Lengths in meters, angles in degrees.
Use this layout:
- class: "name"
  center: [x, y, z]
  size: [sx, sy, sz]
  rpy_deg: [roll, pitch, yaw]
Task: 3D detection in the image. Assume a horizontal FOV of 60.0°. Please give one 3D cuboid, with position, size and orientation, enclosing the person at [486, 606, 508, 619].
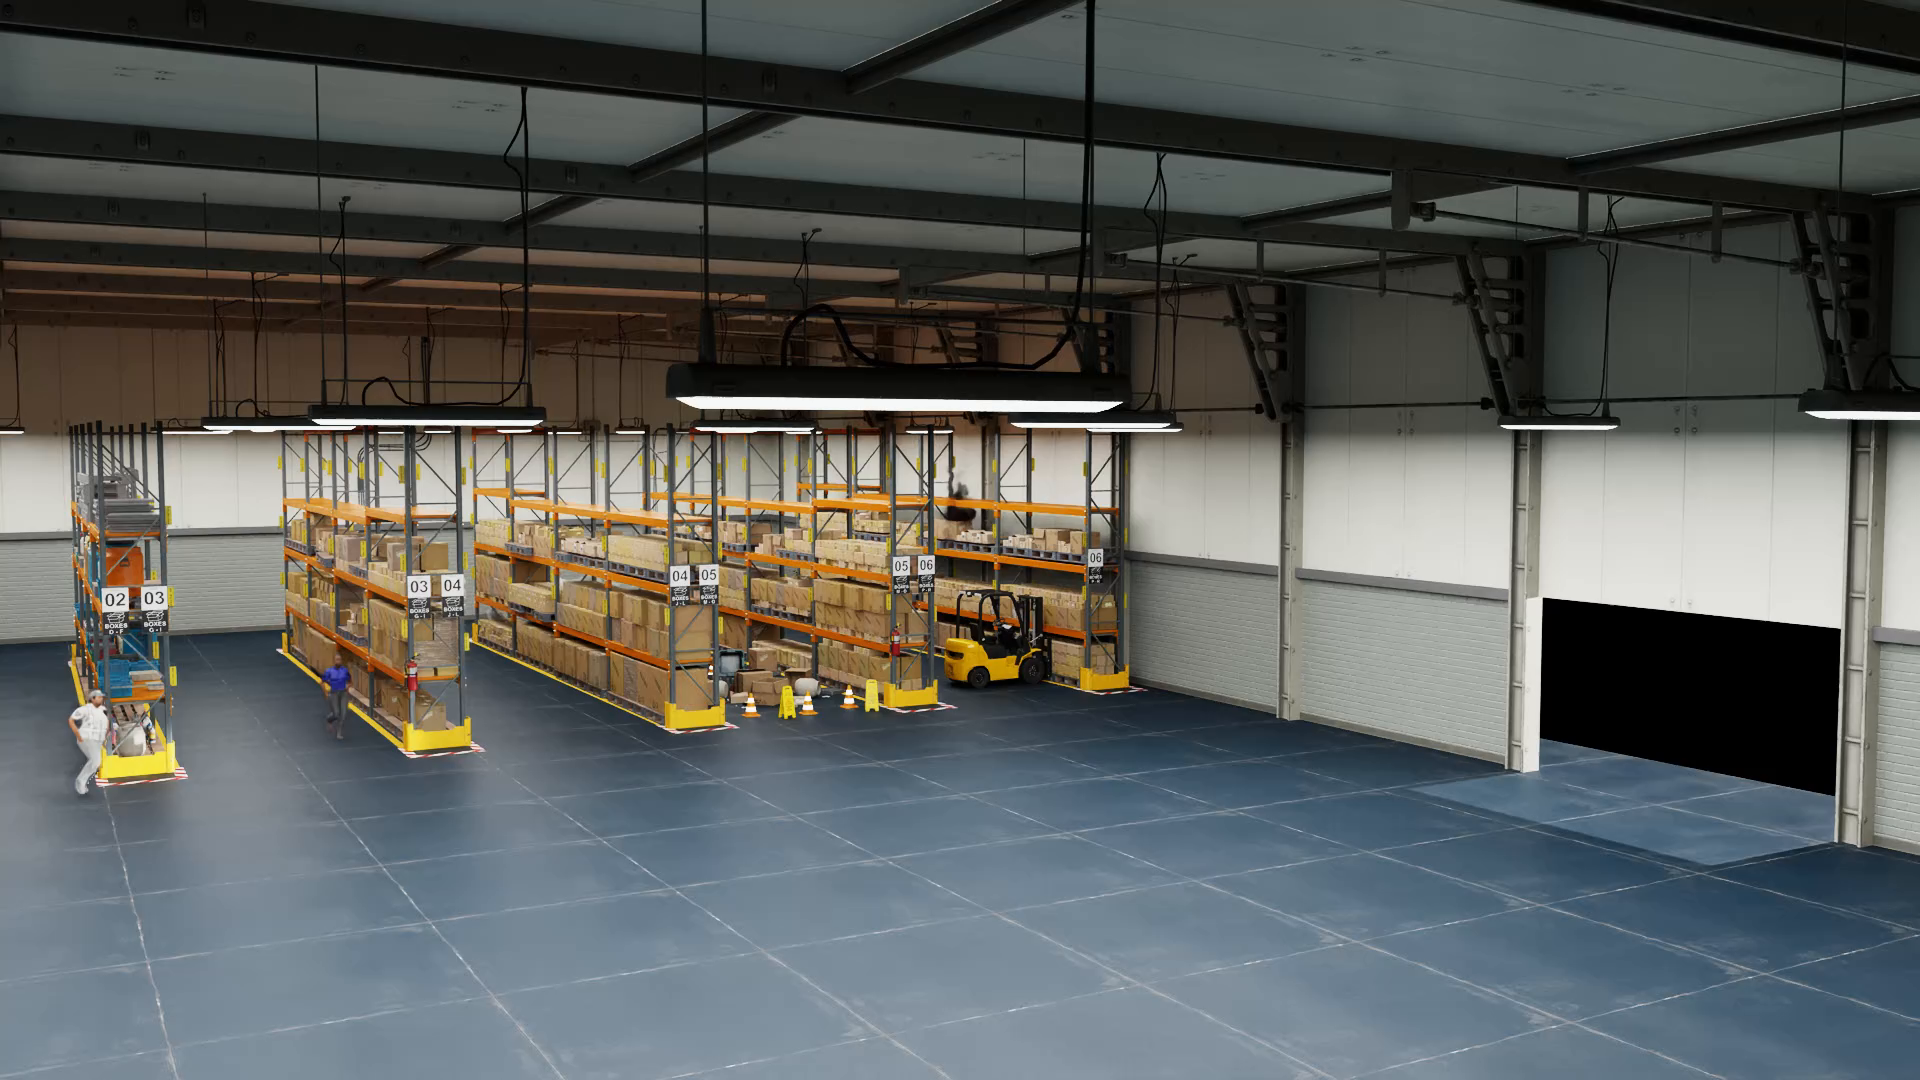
- class: "person"
  center: [-13.372, 1.860, 48.146]
  size: [0.666, 1.847, 0.928]
  rpy_deg: [3, 4, 36]

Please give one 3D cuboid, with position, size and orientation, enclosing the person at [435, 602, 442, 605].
- class: "person"
  center: [-14.246, 2.080, 45.248]
  size: [0.741, 1.720, 0.555]
  rpy_deg: [-1, 4, -21]

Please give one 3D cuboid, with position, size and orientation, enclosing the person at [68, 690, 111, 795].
- class: "person"
  center: [-14.006, 3.253, 26.872]
  size: [0.573, 1.636, 0.664]
  rpy_deg: [1, 4, 16]

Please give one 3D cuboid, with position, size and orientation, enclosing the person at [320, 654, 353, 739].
- class: "person"
  center: [-11.810, 2.970, 31.574]
  size: [0.574, 1.603, 0.561]
  rpy_deg: [-3, 4, -37]
